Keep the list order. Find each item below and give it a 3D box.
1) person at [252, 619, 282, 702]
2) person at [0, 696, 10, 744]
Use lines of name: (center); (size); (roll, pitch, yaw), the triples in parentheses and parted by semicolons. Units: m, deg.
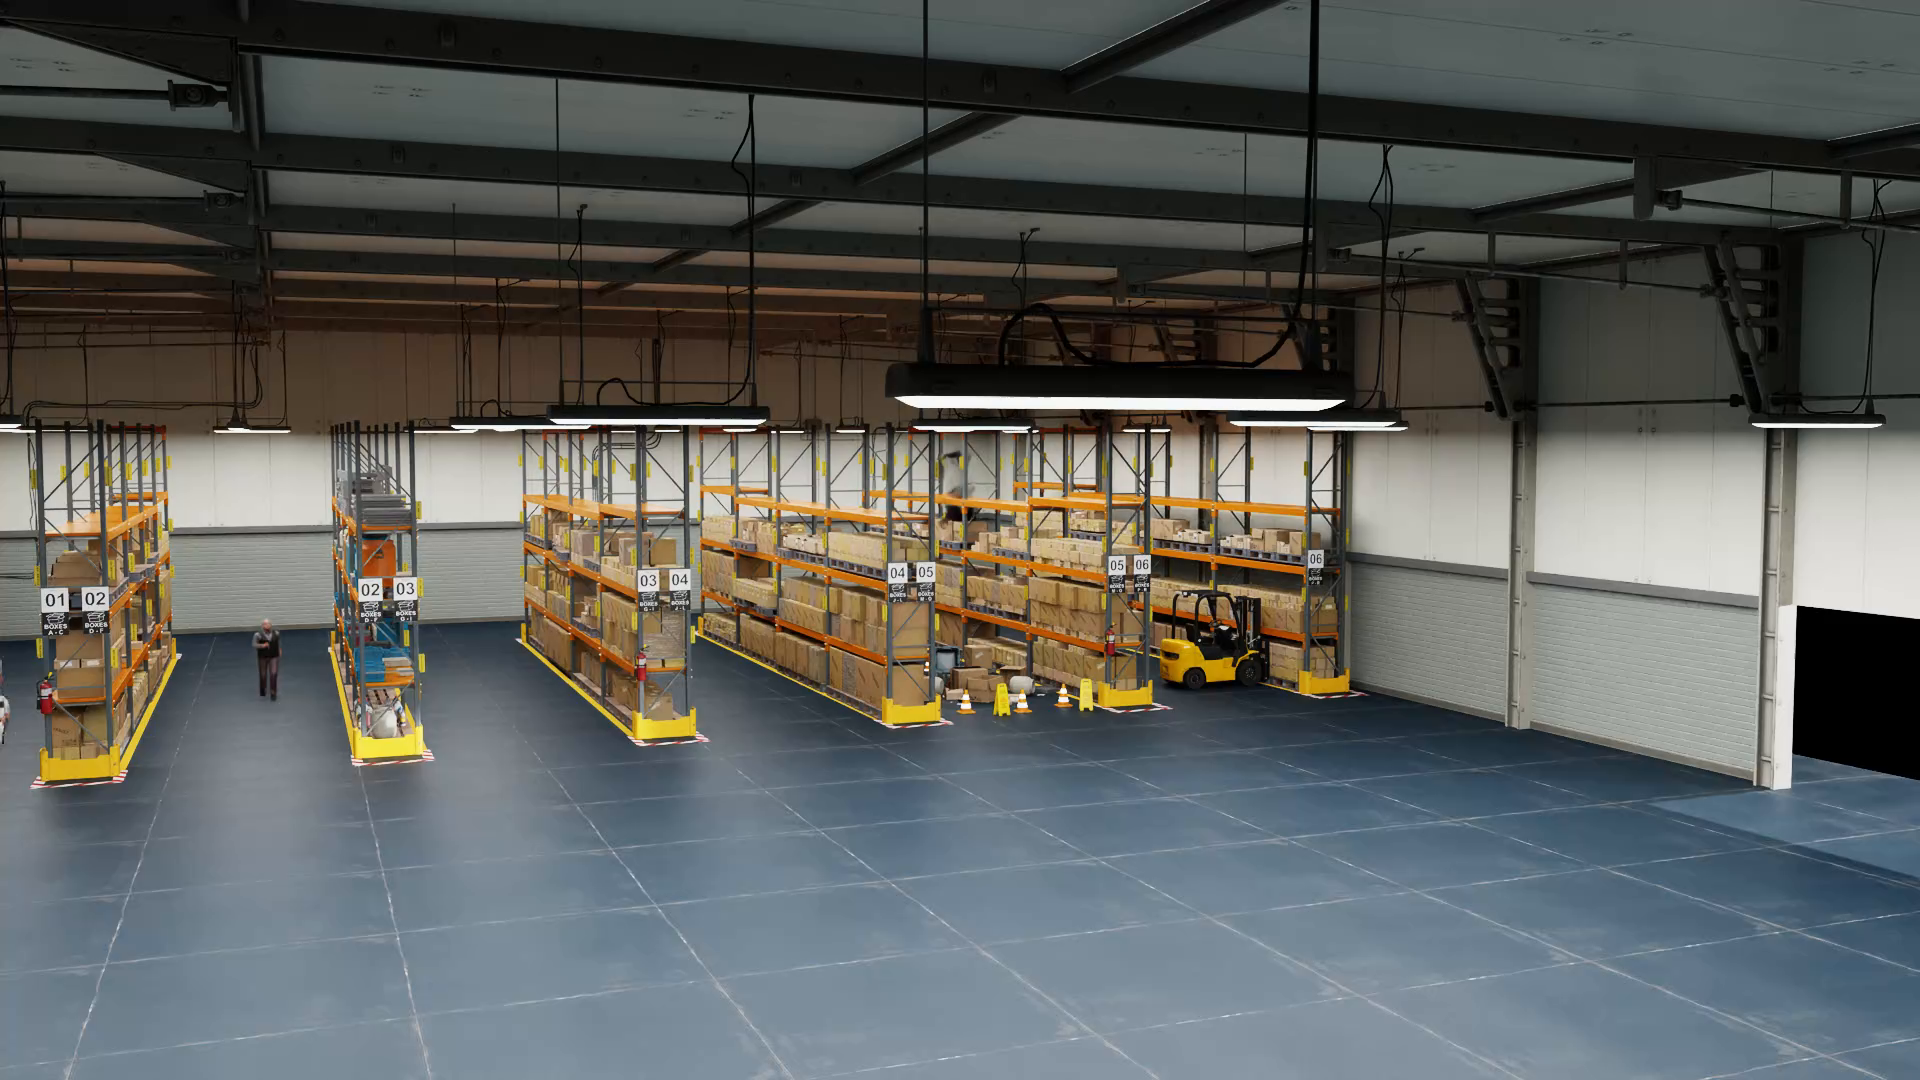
person: (-15.023, 2.588, 36.064); (0.635, 1.753, 0.907); (-2, 4, -31)
person: (-15.882, 3.171, 27.221); (0.713, 1.778, 0.640); (3, 4, 37)
